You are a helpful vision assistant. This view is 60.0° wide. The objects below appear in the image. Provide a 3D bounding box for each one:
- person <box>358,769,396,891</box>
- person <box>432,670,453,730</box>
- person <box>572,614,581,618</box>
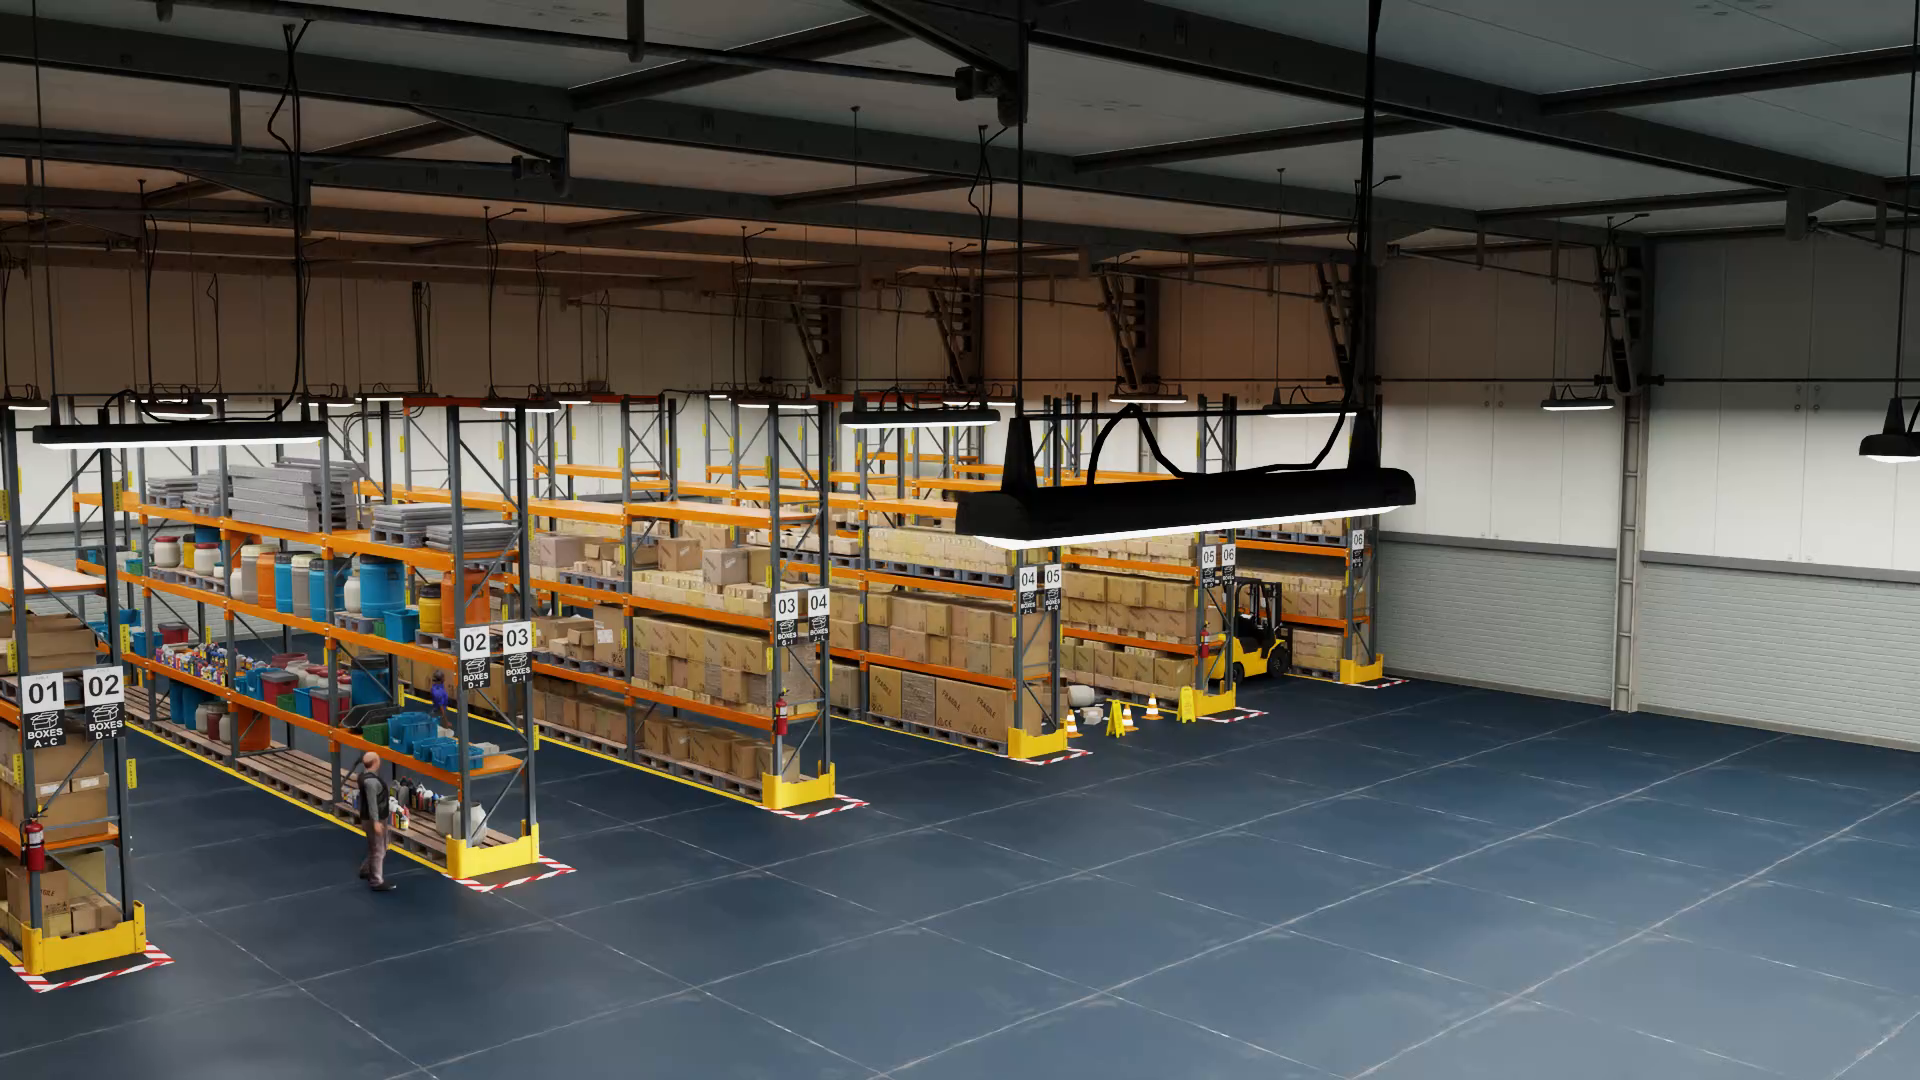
[{"bbox_3d":[-7.277,3.591,20.686,0.478,1.547,0.596,-1,6,-14],"label":"person"},{"bbox_3d":[-8.432,2.937,27.001,0.560,1.620,0.671,-1,6,-8],"label":"person"},{"bbox_3d":[-7.597,2.267,33.046,0.473,1.600,0.408,3,6,31],"label":"person"}]
